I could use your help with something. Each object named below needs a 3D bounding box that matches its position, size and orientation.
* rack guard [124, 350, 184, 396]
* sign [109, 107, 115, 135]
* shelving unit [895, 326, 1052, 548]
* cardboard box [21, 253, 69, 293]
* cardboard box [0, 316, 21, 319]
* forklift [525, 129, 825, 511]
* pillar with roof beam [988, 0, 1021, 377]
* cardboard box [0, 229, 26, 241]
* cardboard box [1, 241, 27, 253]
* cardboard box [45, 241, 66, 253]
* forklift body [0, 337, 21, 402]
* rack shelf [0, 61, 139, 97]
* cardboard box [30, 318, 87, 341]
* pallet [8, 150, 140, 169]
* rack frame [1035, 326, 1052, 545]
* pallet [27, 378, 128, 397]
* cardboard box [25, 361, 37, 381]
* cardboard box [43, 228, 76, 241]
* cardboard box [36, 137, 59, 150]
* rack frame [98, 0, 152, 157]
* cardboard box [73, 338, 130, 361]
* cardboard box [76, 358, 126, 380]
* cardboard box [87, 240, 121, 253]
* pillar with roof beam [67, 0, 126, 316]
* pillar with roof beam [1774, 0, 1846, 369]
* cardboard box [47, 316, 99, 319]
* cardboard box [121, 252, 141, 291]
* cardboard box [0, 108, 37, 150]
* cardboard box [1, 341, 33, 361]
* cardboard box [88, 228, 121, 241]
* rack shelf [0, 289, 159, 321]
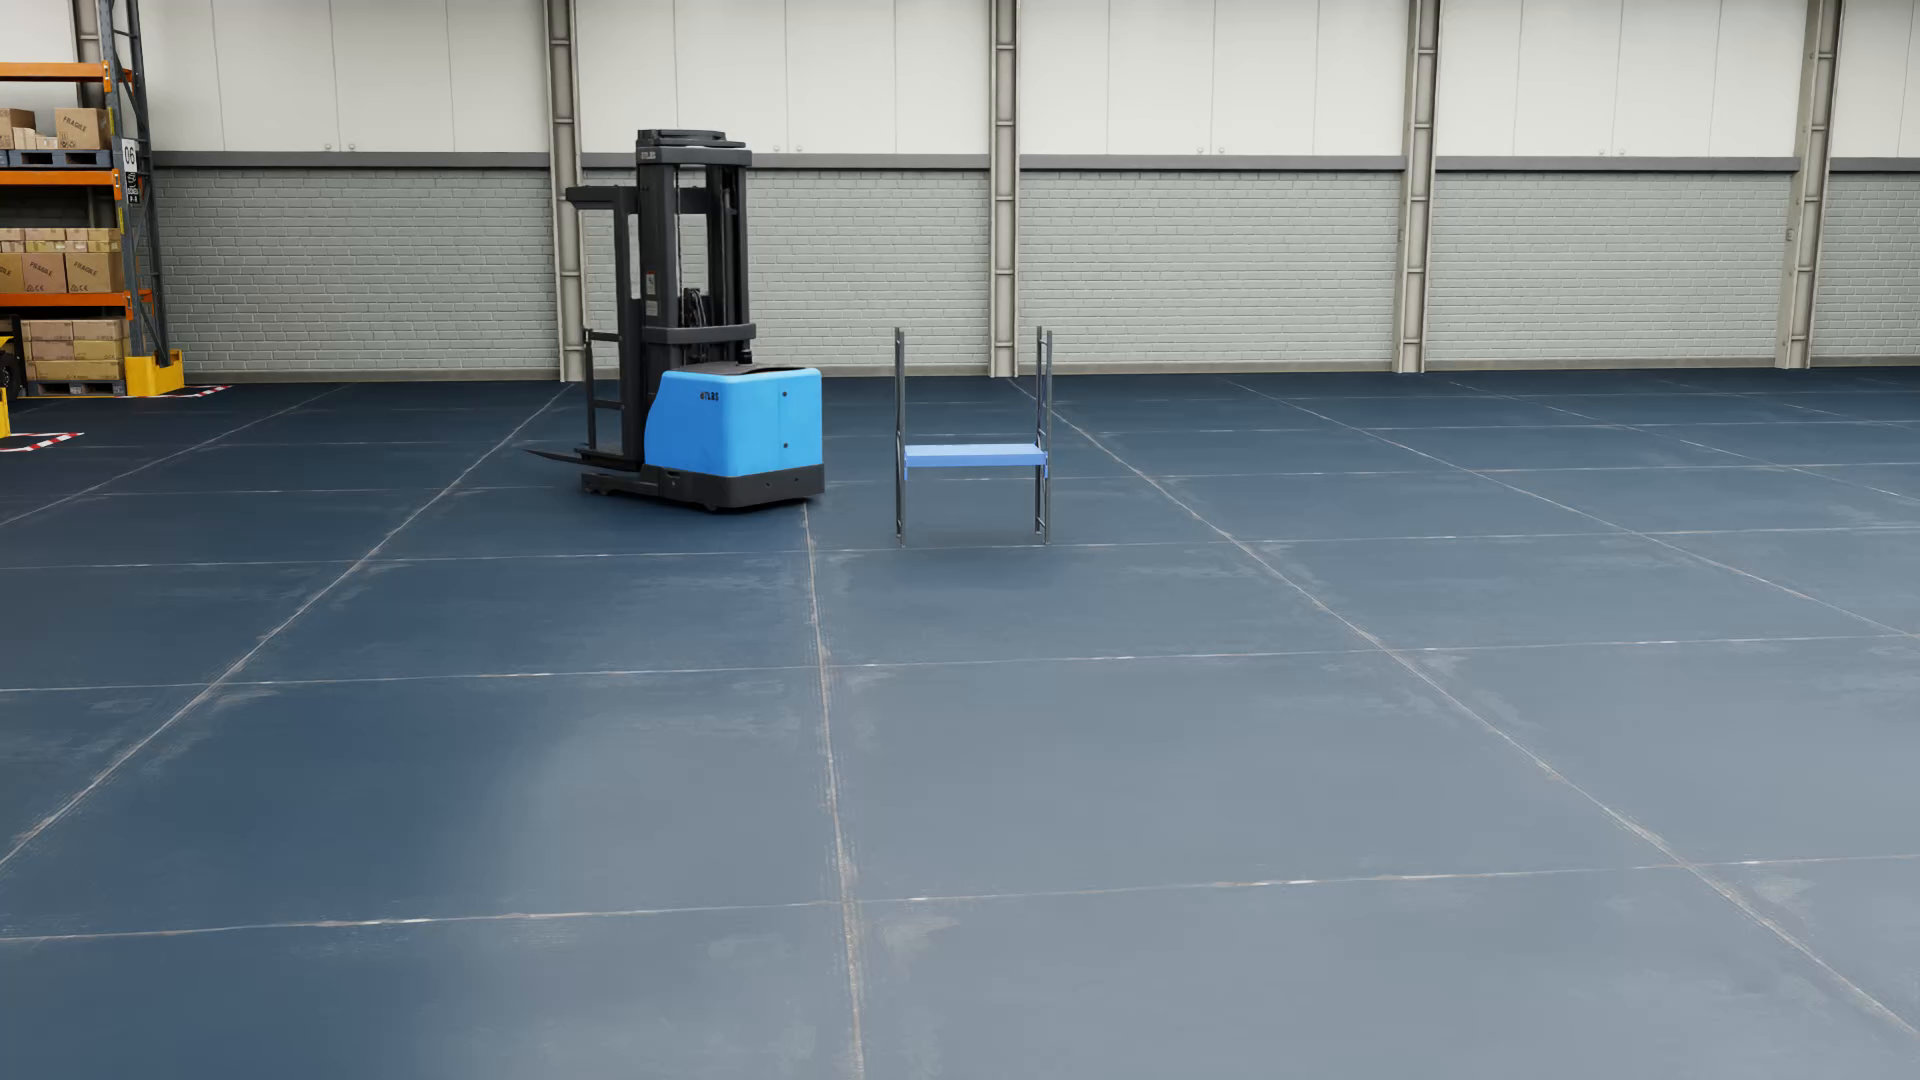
[{"bbox_3d":[-10.502,-2.186,21.691,0.348,0.500,1.175,-1,11,-6],"label":"rack guard"},{"bbox_3d":[-10.481,-5.175,20.550,0.005,0.325,0.100,-1,11,-6],"label":"sign"},{"bbox_3d":[0.085,-0.738,11.732,1.048,1.500,0.538,-1,11,-6],"label":"shelving unit"},{"bbox_3d":[-11.503,-3.391,21.084,0.500,0.500,0.500,-1,11,-4],"label":"cardboard box"},{"bbox_3d":[-12.529,-2.757,21.563,0.500,0.250,0.500,-1,11,-7],"label":"cardboard box"},{"bbox_3d":[-2.527,-1.876,13.813,3.031,2.935,1.130,10,15,41],"label":"forklift"},{"bbox_3d":[1.080,-5.938,18.747,0.400,9.000,9.100,-1,11,-6],"label":"pillar with roof beam"},{"bbox_3d":[-11.861,-3.838,20.903,0.250,0.149,0.380,-1,11,-5],"label":"cardboard box"},{"bbox_3d":[-11.864,-3.696,20.952,0.250,0.149,0.380,-2,11,-8],"label":"cardboard box"},{"bbox_3d":[-11.356,-3.714,21.042,0.250,0.149,0.380,-1,11,-5],"label":"cardboard box"},{"bbox_3d":[-12.214,-2.606,19.549,1.214,2.155,2.313,-1,11,-6],"label":"forklift body"},{"bbox_3d":[-12.514,-5.765,20.765,4.000,0.370,1.077,-1,11,-6],"label":"rack shelf"},{"bbox_3d":[-11.457,-2.678,21.163,0.500,0.250,0.500,-1,11,-5],"label":"cardboard box"},{"bbox_3d":[-11.231,-4.831,21.117,1.213,0.211,1.003,-1,11,-6],"label":"pallet"},{"bbox_3d":[0.590,-0.748,11.786,0.032,1.500,0.500,-1,11,-6],"label":"rack frame"},{"bbox_3d":[-11.281,-2.020,21.595,1.213,0.211,1.003,-1,11,-6],"label":"pallet"},{"bbox_3d":[-11.952,-2.181,21.227,0.500,0.250,0.500,-1,11,-5],"label":"cardboard box"},{"bbox_3d":[-11.358,-3.856,20.993,0.250,0.149,0.380,-1,11,-5],"label":"cardboard box"},{"bbox_3d":[-11.317,-4.940,20.748,0.250,0.149,0.380,-2,11,-8],"label":"cardboard box"},{"bbox_3d":[-10.526,-6.356,20.869,0.127,3.000,1.000,-1,11,-6],"label":"rack frame"},{"bbox_3d":[-10.976,-2.444,21.268,0.500,0.250,0.500,-1,11,-7],"label":"cardboard box"},{"bbox_3d":[-10.959,-2.199,21.314,0.500,0.250,0.500,-1,11,-6],"label":"cardboard box"},{"bbox_3d":[-10.840,-3.718,21.065,0.250,0.149,0.380,-1,11,-5],"label":"cardboard box"},{"bbox_3d":[-10.850,-5.688,17.475,0.400,9.000,9.100,-1,11,-6],"label":"pillar with roof beam"},{"bbox_3d":[13.009,-6.188,20.018,0.400,9.000,9.100,-1,11,-6],"label":"pillar with roof beam"},{"bbox_3d":[-11.520,-2.775,21.653,0.500,0.250,0.500,-1,11,-6],"label":"cardboard box"},{"bbox_3d":[-11.048,-3.504,21.657,0.500,0.500,0.500,-1,11,-4],"label":"cardboard box"},{"bbox_3d":[-11.968,-5.130,20.803,0.500,0.500,0.700,-1,11,-6],"label":"cardboard box"},{"bbox_3d":[-11.987,-2.421,21.150,0.500,0.250,0.500,-1,11,-7],"label":"cardboard box"},{"bbox_3d":[-10.859,-3.877,21.103,0.250,0.149,0.380,-1,11,-6],"label":"cardboard box"},{"bbox_3d":[-12.514,-3.017,21.305,4.000,0.370,1.077,-1,11,-6],"label":"rack shelf"}]
